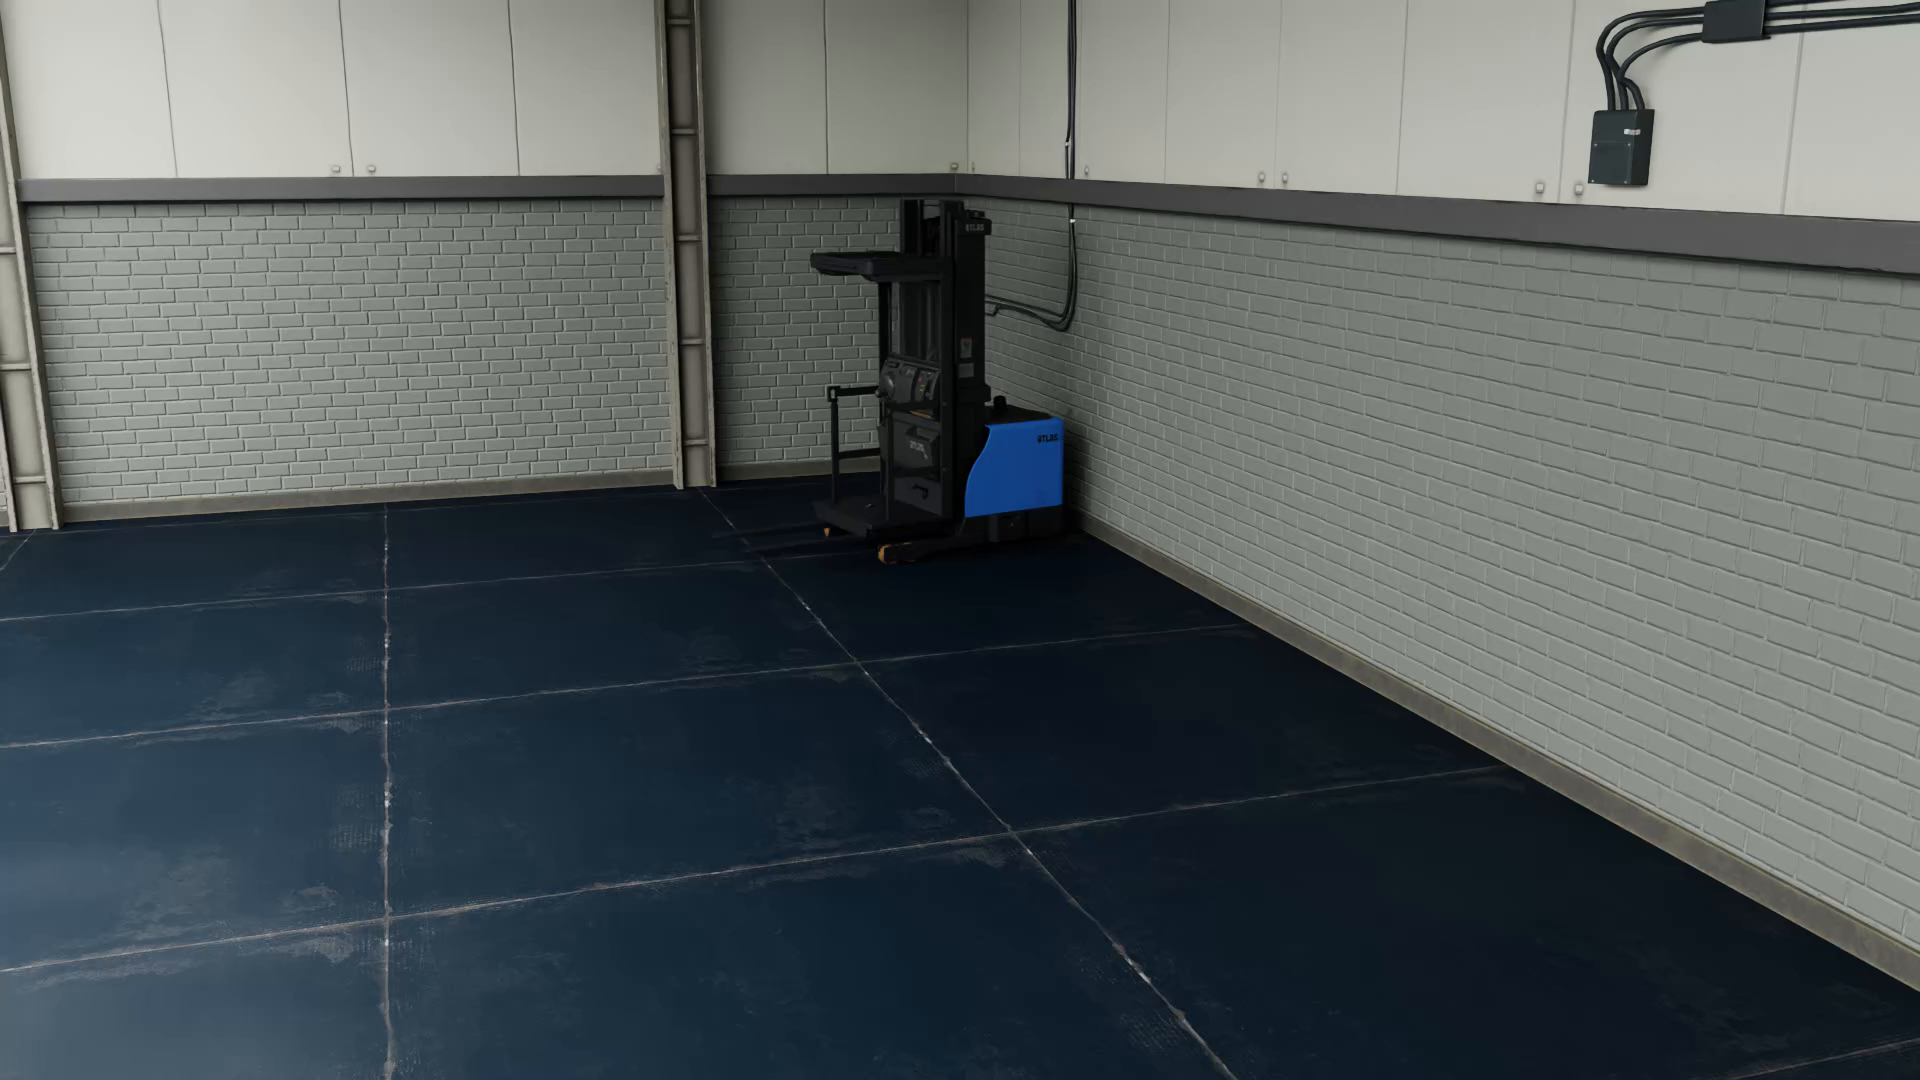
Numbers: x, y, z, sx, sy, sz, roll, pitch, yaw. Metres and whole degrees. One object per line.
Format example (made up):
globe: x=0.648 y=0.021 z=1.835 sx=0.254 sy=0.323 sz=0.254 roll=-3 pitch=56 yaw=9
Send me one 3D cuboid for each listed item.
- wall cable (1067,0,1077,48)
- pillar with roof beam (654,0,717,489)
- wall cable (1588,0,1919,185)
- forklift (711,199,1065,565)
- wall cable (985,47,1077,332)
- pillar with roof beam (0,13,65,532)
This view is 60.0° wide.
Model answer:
wall cable: x=1.367 y=-5.221 z=12.940 sx=0.112 sy=2.526 sz=3.097 roll=-4 pitch=14 yaw=-18
pillar with roof beam: x=-1.337 y=-3.996 z=11.996 sx=0.400 sy=9.000 sz=9.100 roll=-4 pitch=14 yaw=-18
wall cable: x=3.517 y=-4.439 z=6.508 sx=0.169 sy=6.003 sz=2.305 roll=-4 pitch=14 yaw=-18
forklift: x=-0.604 y=-1.359 z=14.023 sx=3.031 sy=2.935 sz=1.130 roll=-8 pitch=16 yaw=-30
wall cable: x=0.504 y=-3.357 z=16.019 sx=0.112 sy=2.526 sz=3.097 roll=-4 pitch=14 yaw=-18
pillar with roof beam: x=-7.024 y=-3.553 z=10.134 sx=0.400 sy=9.000 sz=9.100 roll=-4 pitch=14 yaw=-18
